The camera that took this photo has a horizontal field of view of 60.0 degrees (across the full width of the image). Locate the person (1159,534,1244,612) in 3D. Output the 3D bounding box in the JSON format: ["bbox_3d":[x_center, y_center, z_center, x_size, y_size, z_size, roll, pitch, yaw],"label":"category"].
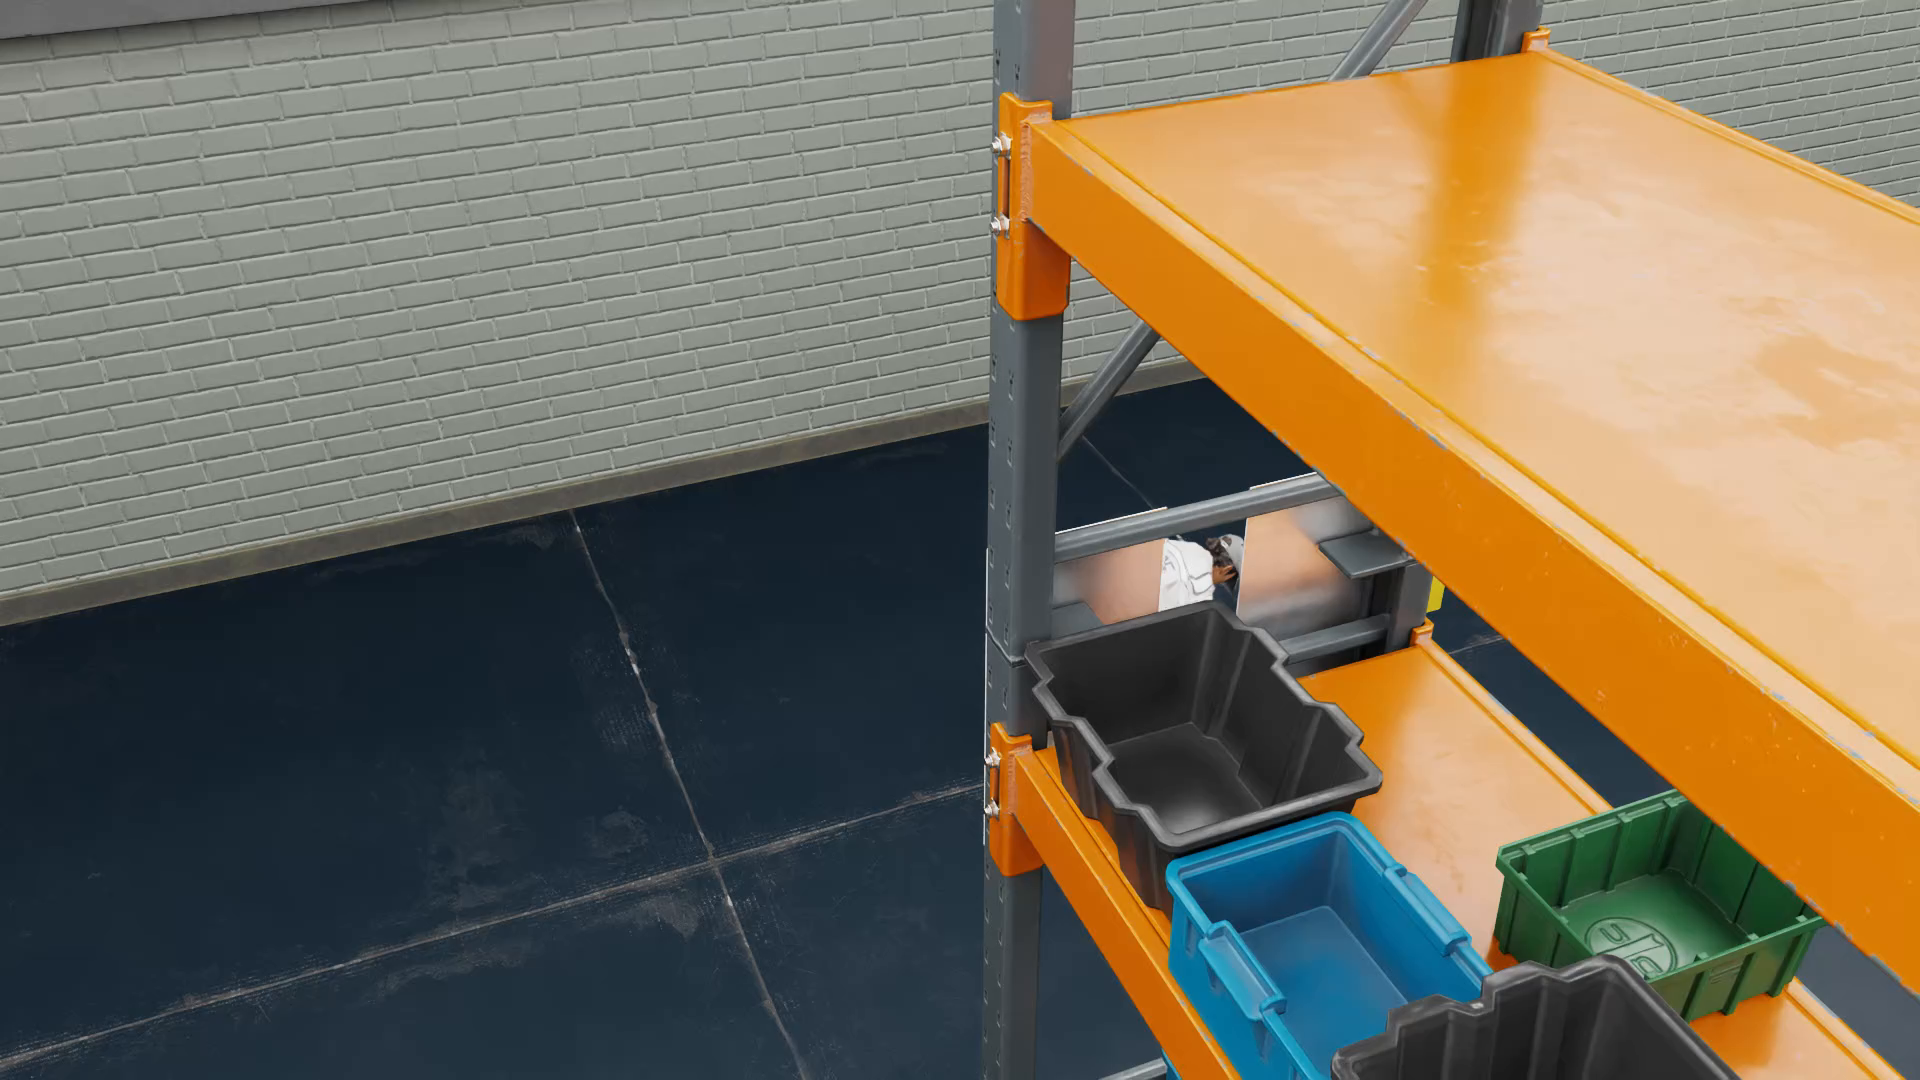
[{"bbox_3d":[0.845,0.461,7.390,0.952,1.048,0.482,-14,36,-21],"label":"person"}]
